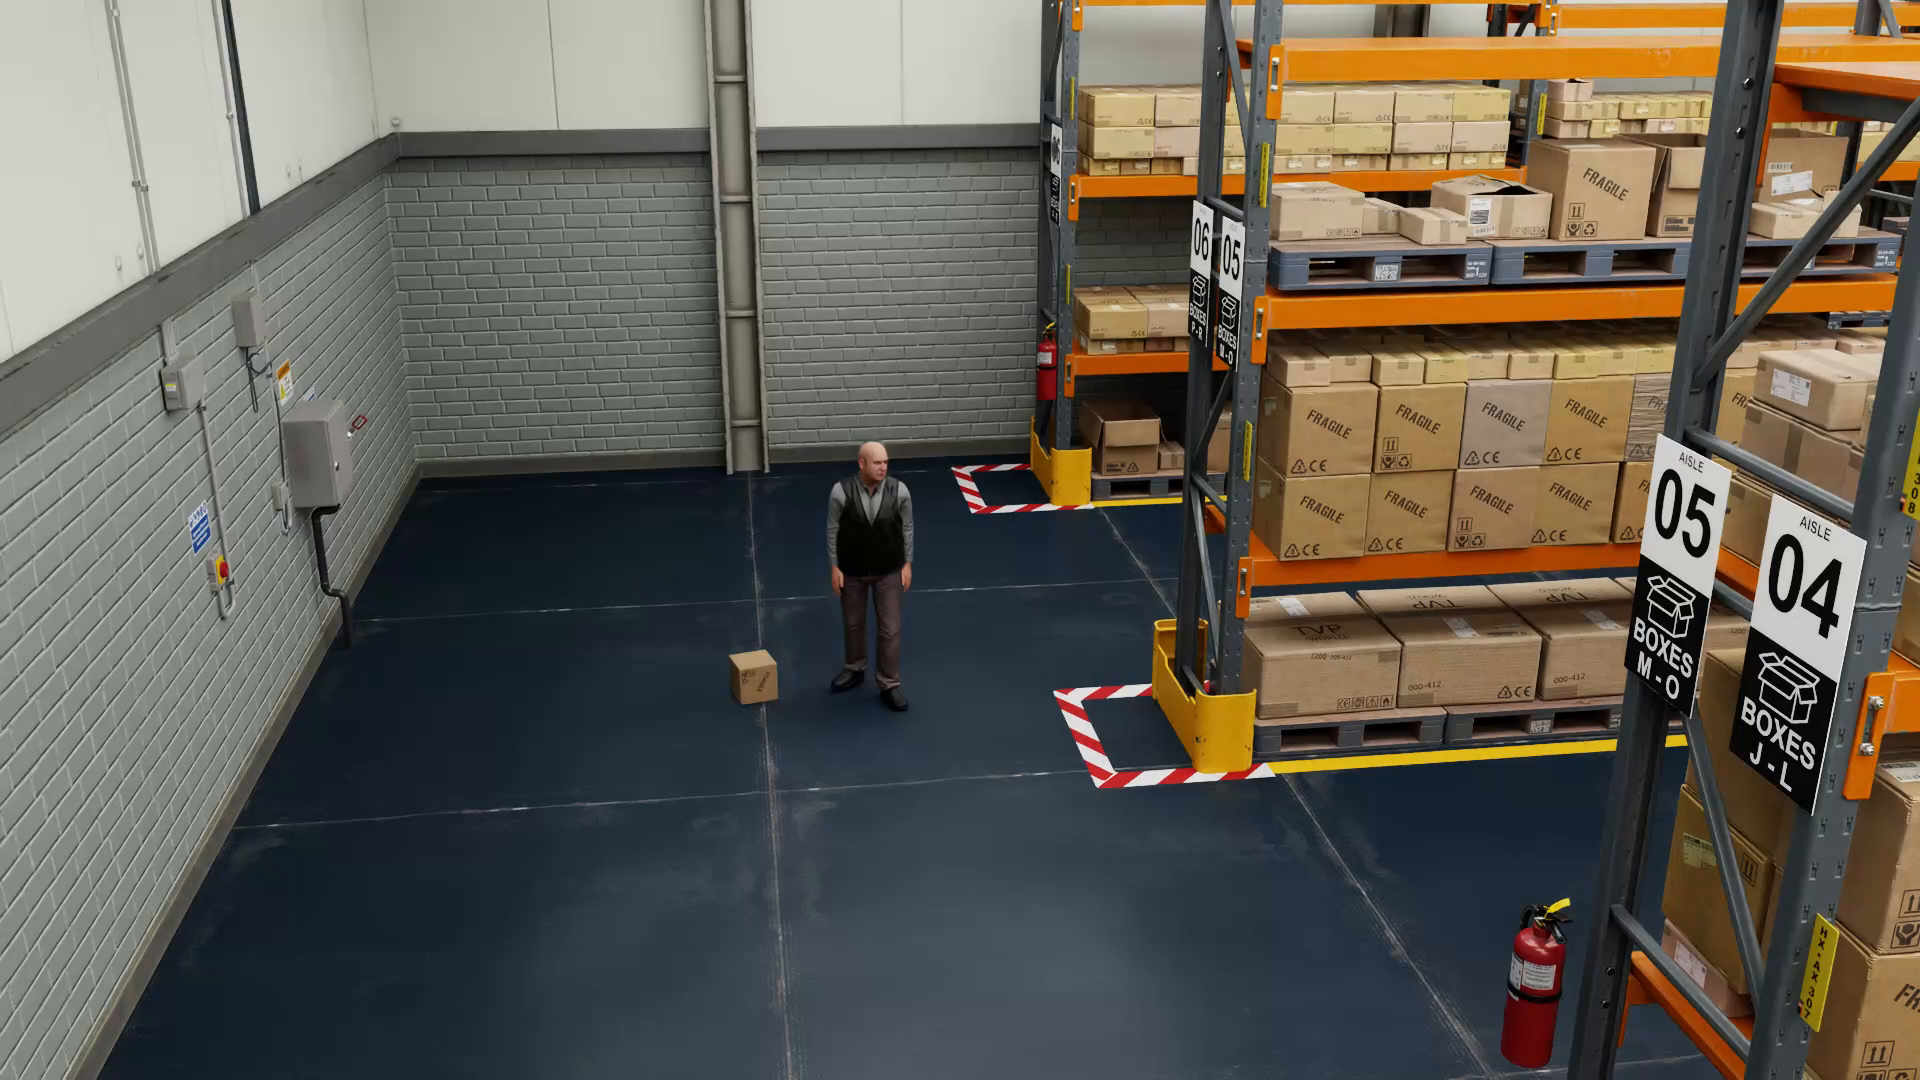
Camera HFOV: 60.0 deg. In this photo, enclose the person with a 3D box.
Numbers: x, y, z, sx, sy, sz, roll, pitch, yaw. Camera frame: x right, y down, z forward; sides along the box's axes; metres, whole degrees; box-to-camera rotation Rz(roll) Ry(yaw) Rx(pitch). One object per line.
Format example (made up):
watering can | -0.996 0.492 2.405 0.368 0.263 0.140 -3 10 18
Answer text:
person | -0.570 0.200 10.550 0.553 1.726 0.549 -1 20 -3
